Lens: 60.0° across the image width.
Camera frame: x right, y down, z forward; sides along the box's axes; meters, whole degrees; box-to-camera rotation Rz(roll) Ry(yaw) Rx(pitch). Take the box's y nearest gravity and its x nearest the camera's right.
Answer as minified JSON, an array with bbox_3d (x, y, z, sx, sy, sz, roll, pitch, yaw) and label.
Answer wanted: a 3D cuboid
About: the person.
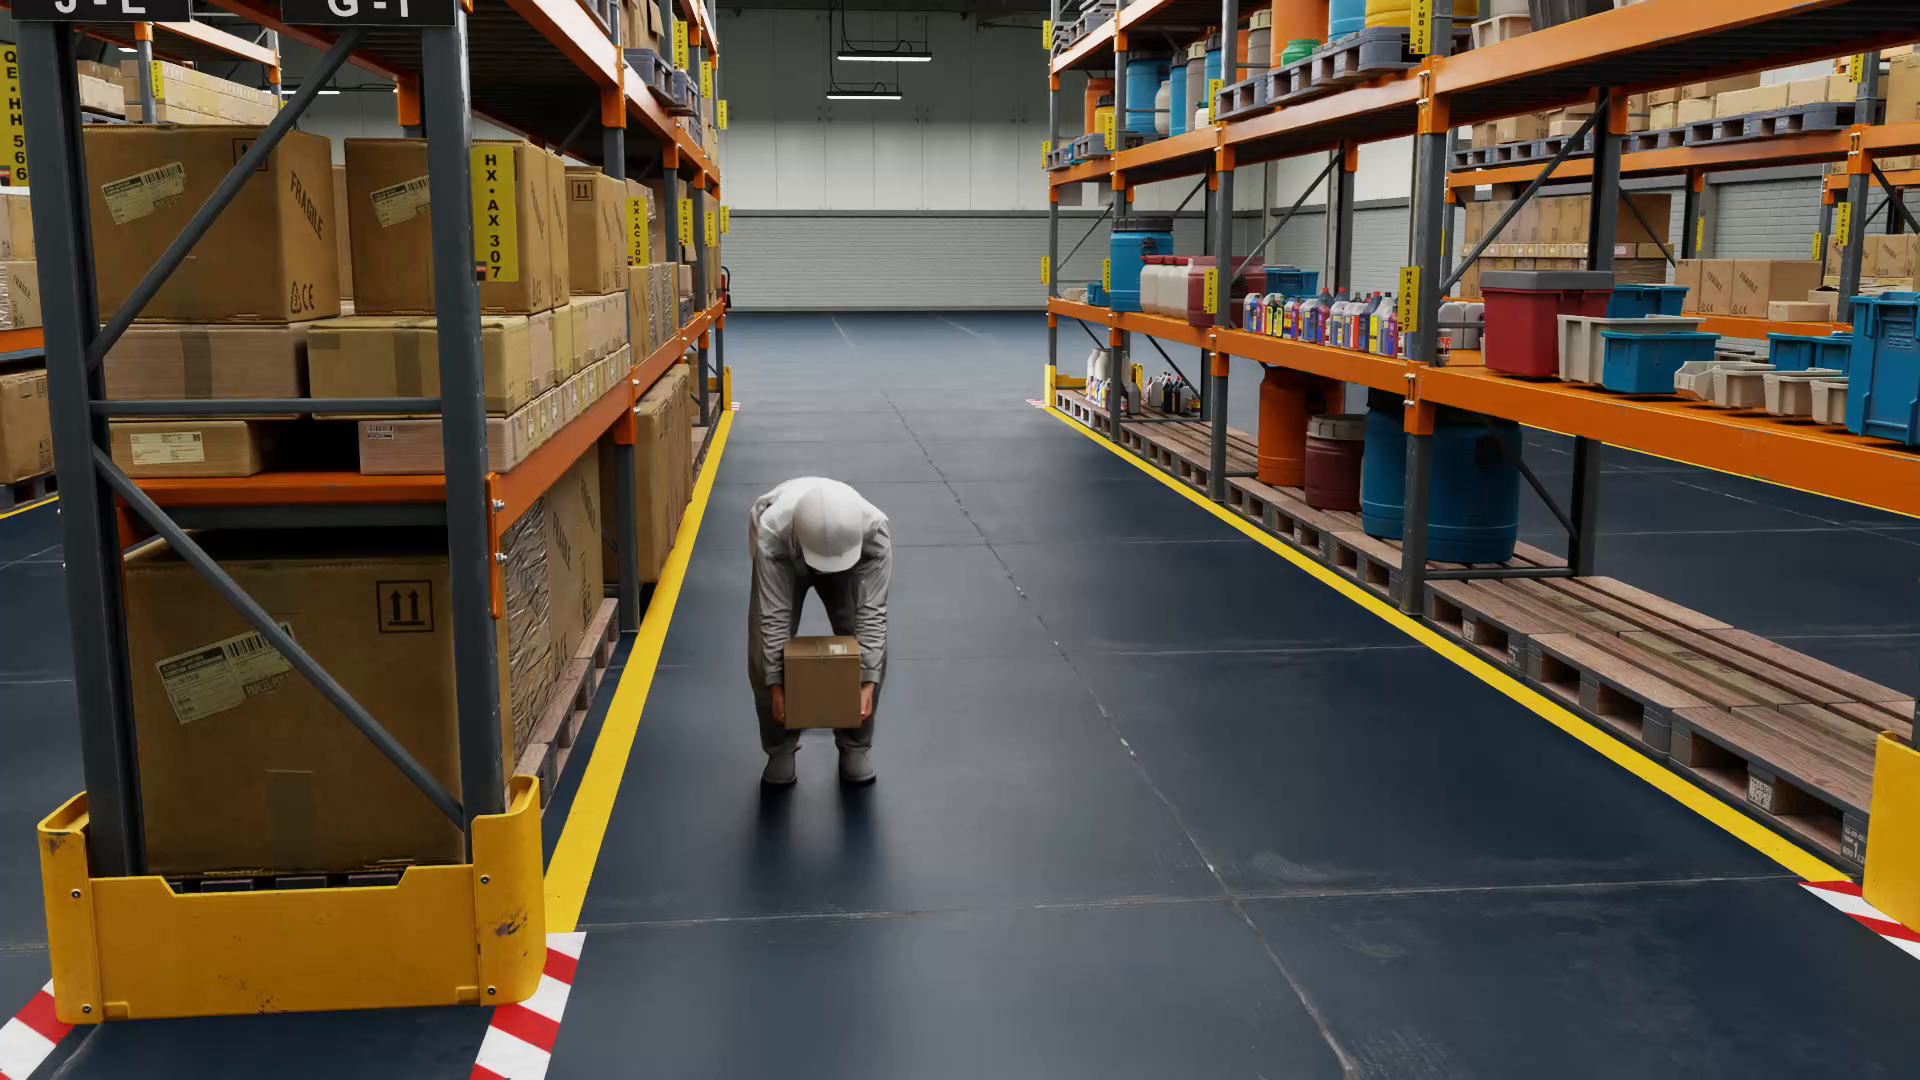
[{"bbox_3d":[-0.487,0.324,5.767,0.493,1.154,0.989,-2,10,-9],"label":"person"}]
